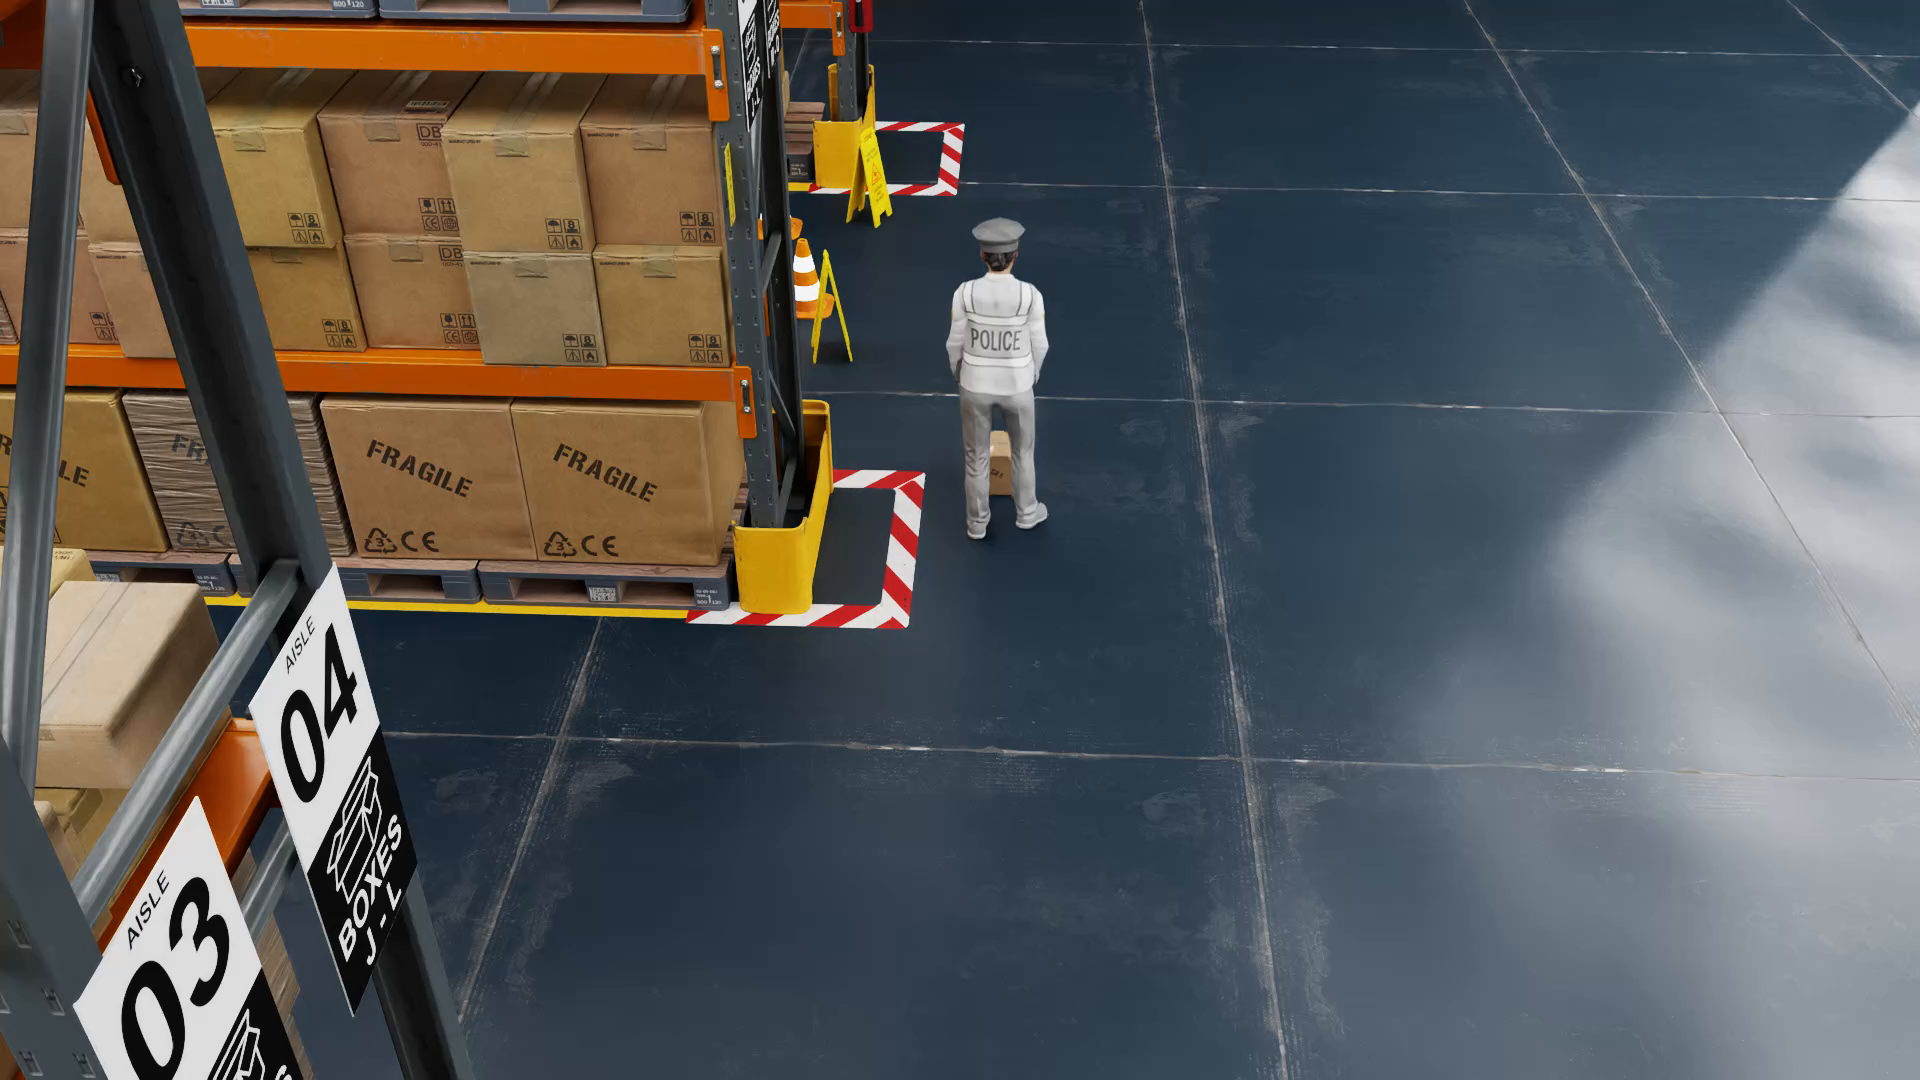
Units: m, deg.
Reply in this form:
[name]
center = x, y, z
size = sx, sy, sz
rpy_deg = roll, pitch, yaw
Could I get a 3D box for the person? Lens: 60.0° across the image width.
[person]
center = 0.194, -0.744, 8.147
size = 0.523, 1.692, 0.423
rpy_deg = 2, 36, 2
